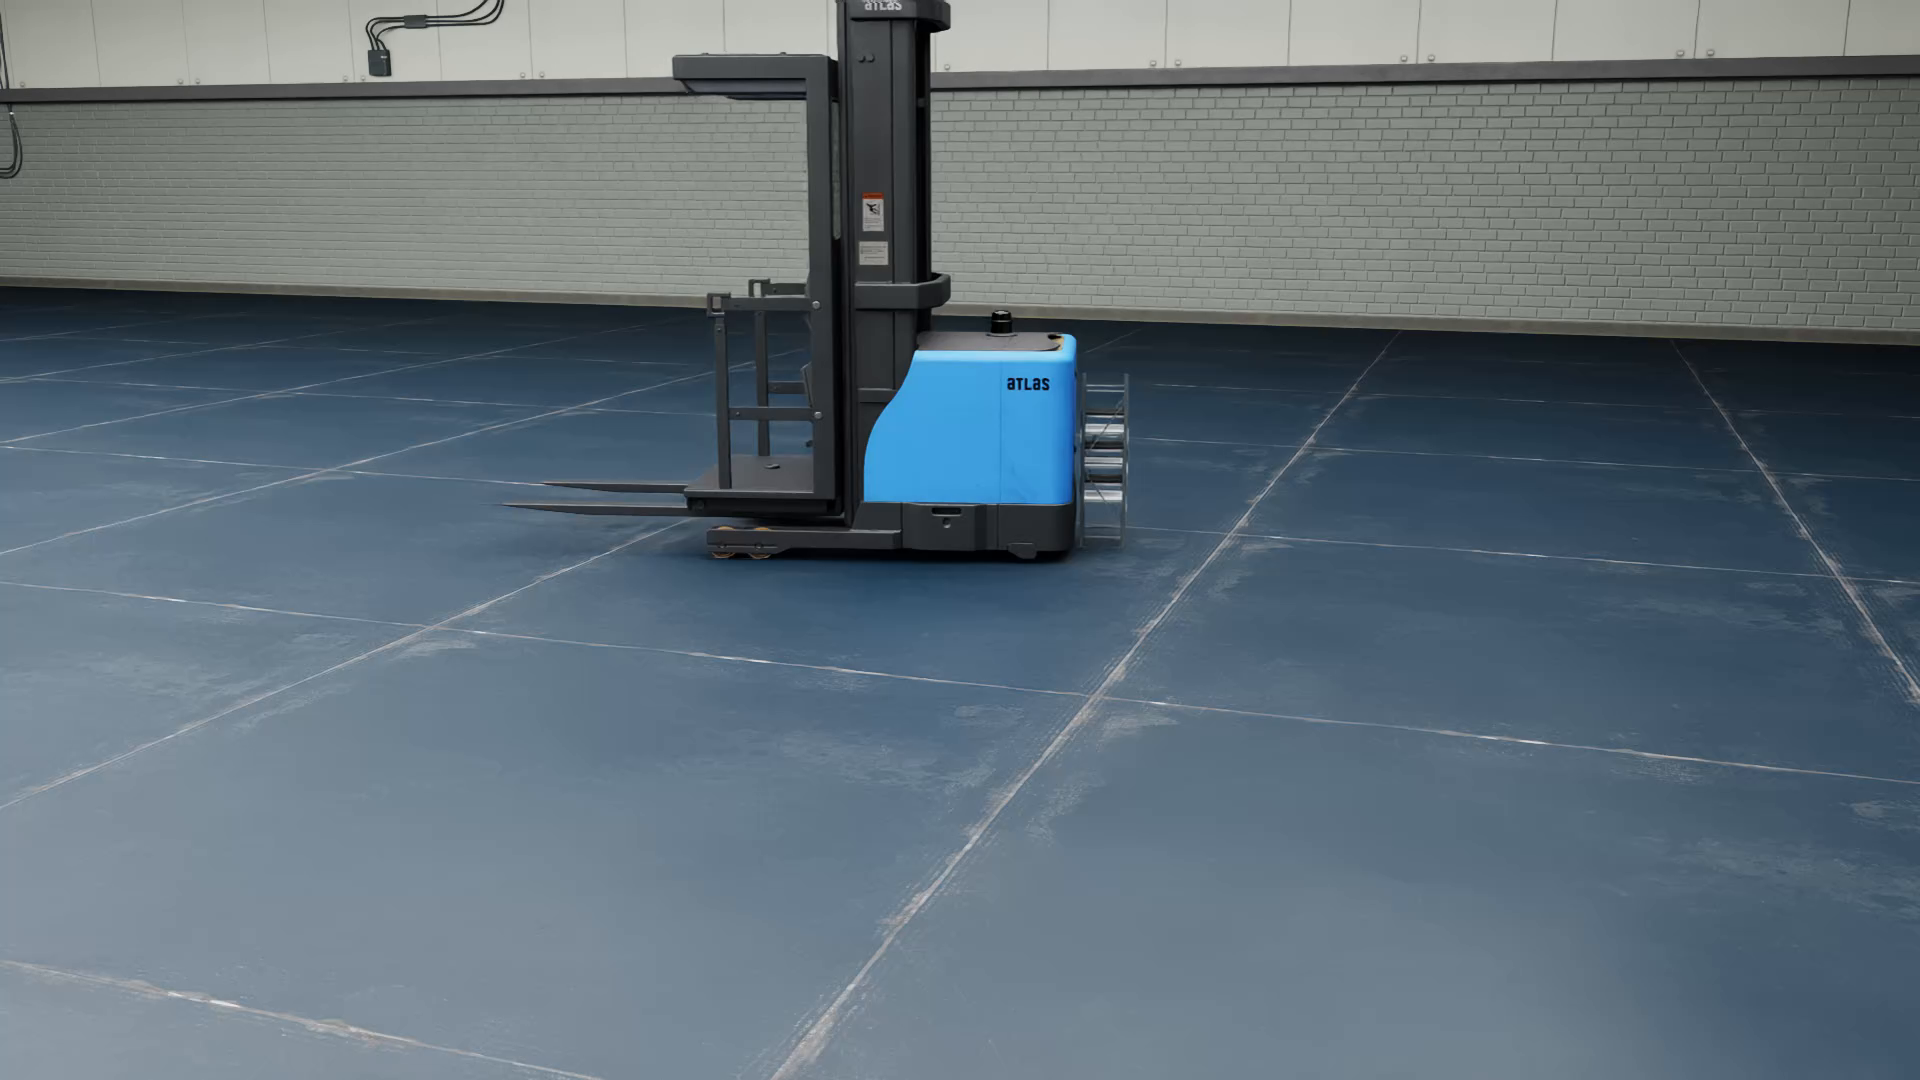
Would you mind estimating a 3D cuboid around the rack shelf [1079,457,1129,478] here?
[{"bbox_3d":[0.761,-0.387,8.810,0.258,0.077,0.200,1,13,5],"label":"rack shelf"}]

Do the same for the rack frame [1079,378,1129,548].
[{"bbox_3d":[0.752,-0.397,8.704,0.240,0.900,0.006,1,13,5],"label":"rack frame"}]

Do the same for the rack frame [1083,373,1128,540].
[{"bbox_3d":[0.770,-0.442,8.901,0.240,0.900,0.006,1,13,5],"label":"rack frame"}]

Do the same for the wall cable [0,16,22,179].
[{"bbox_3d":[-16.407,-7.077,26.749,3.097,2.526,0.112,4,14,18],"label":"wall cable"}]

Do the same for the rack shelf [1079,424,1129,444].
[{"bbox_3d":[0.762,-0.563,8.770,0.258,0.077,0.200,1,13,5],"label":"rack shelf"}]

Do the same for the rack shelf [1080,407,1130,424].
[{"bbox_3d":[0.762,-0.650,8.750,0.258,0.077,0.200,1,13,5],"label":"rack shelf"}]

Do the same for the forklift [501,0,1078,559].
[{"bbox_3d":[-0.895,-1.444,8.729,3.031,2.935,1.130,1,13,5],"label":"forklift"}]

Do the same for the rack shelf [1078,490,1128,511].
[{"bbox_3d":[0.761,-0.212,8.850,0.258,0.077,0.200,1,13,5],"label":"rack shelf"}]

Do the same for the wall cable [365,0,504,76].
[{"bbox_3d":[-7.430,-9.562,23.016,2.305,6.003,0.169,4,14,18],"label":"wall cable"}]

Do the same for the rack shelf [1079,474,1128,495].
[{"bbox_3d":[0.761,-0.299,8.830,0.258,0.077,0.200,1,13,5],"label":"rack shelf"}]

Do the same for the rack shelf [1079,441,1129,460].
[{"bbox_3d":[0.761,-0.475,8.790,0.258,0.077,0.200,1,13,5],"label":"rack shelf"}]

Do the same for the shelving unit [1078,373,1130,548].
[{"bbox_3d":[0.761,-0.420,8.803,0.258,0.900,0.210,1,13,5],"label":"shelving unit"}]
